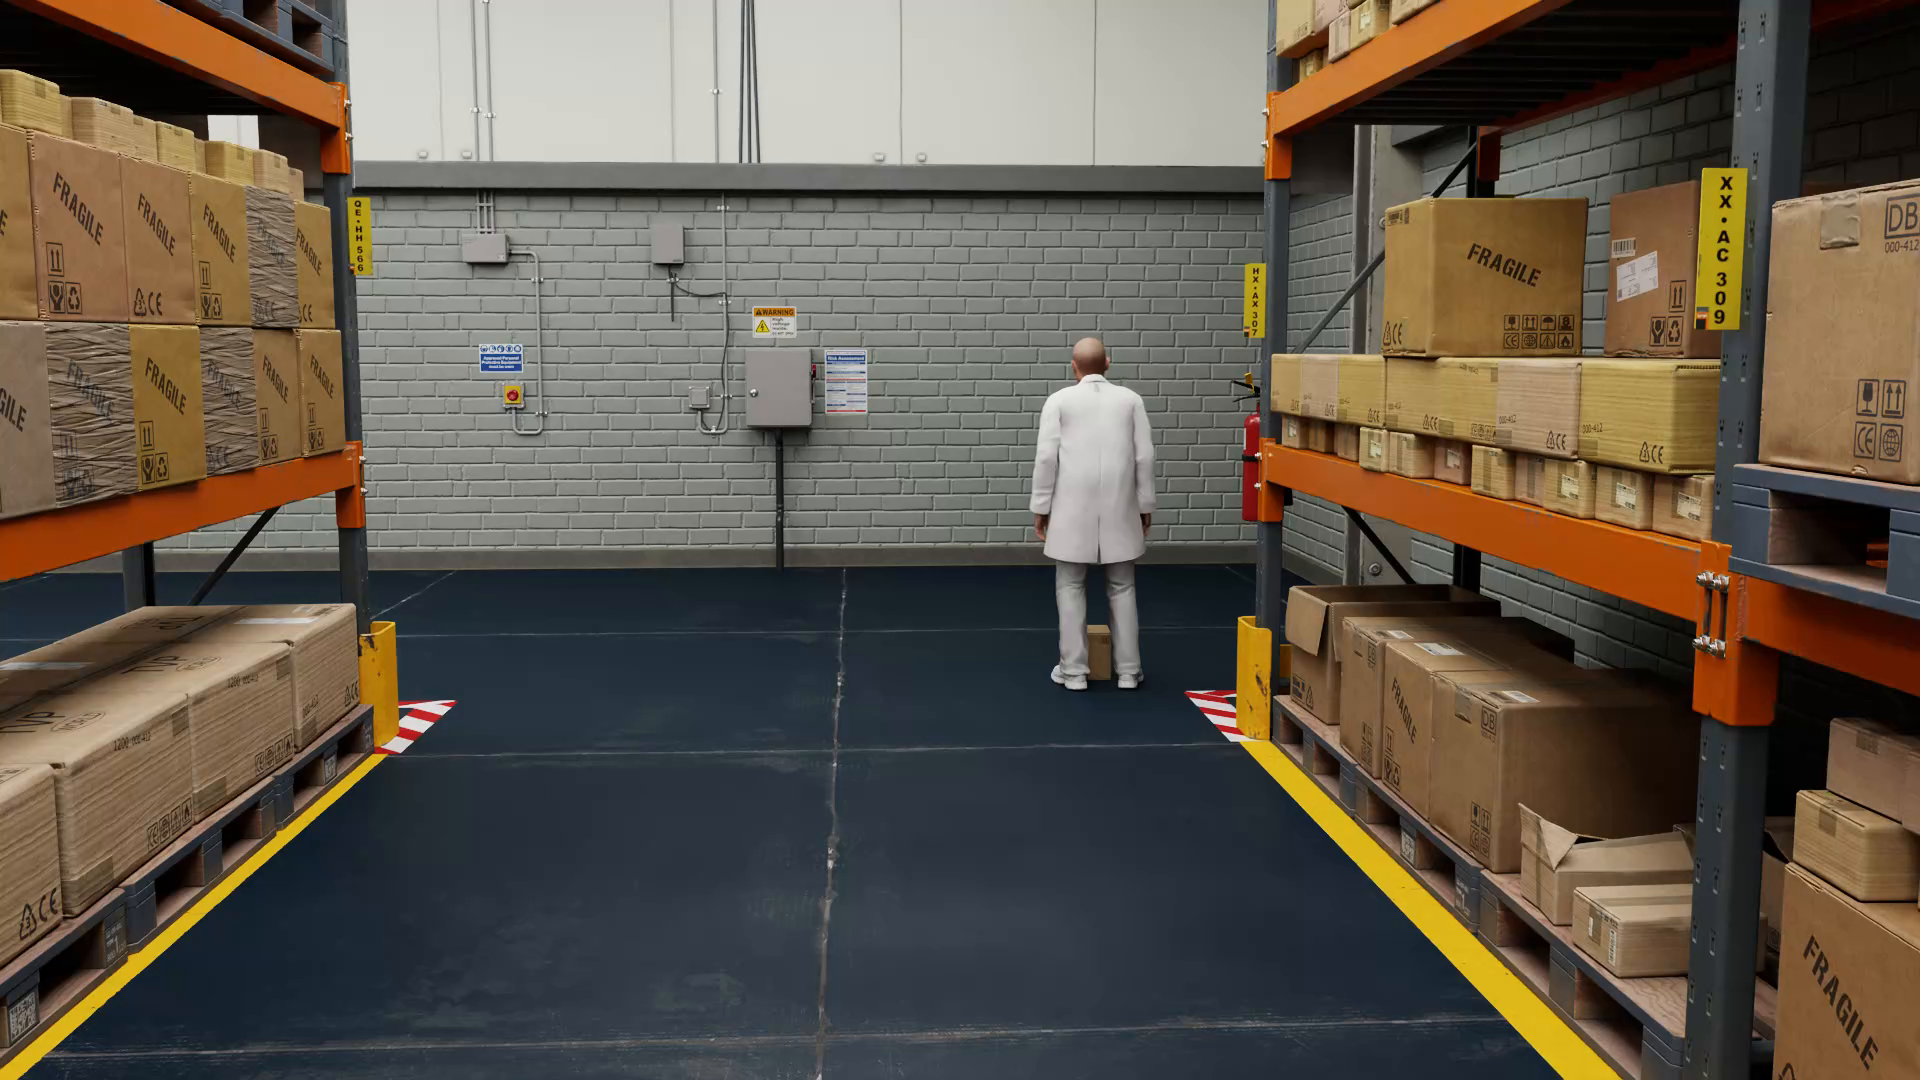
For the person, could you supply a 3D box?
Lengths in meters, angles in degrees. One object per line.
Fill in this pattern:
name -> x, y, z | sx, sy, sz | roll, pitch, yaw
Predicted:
person -> 0.679, -0.135, 8.451 | 0.652, 1.774, 0.412 | -1, 7, -5
